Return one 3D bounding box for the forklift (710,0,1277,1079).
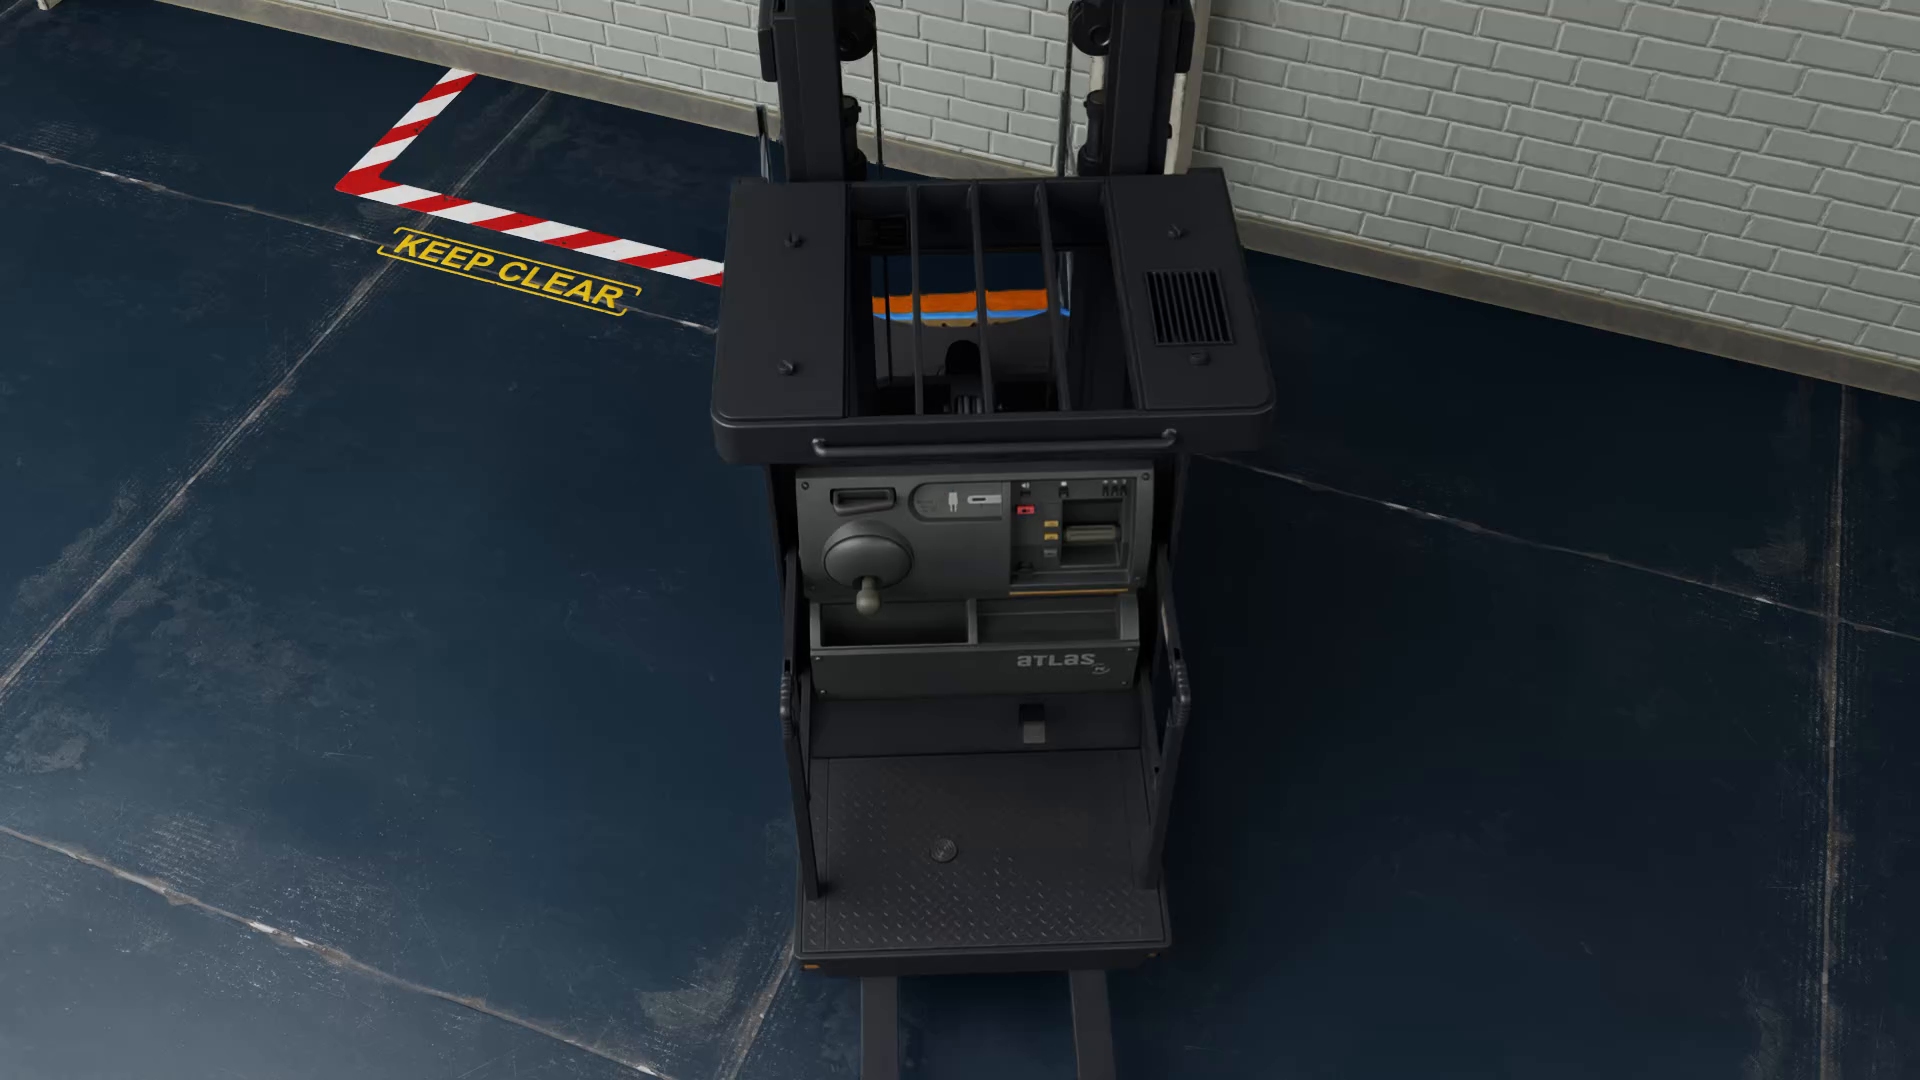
[{"bbox_3d":[0.052,0.095,4.228,1.130,2.935,3.031,-2,49,-1],"label":"forklift"}]

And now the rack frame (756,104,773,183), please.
[{"bbox_3d":[-0.643,-0.766,5.922,0.032,1.500,0.500,-3,49,-3],"label":"rack frame"}]

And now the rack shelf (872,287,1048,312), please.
[{"bbox_3d":[-0.136,-0.677,6.082,1.000,0.185,0.538,-3,49,-3],"label":"rack shelf"}]

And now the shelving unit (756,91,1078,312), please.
[{"bbox_3d":[-0.127,-0.796,5.947,1.083,1.500,0.587,-3,49,-3],"label":"shelving unit"}]

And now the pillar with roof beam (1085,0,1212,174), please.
[{"bbox_3d":[-0.732,-1.236,1.366,0.400,9.000,9.100,16,51,13],"label":"pillar with roof beam"}]

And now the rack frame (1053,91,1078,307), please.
[{"bbox_3d":[0.371,-0.824,5.972,0.032,1.500,0.500,-3,49,-3],"label":"rack frame"}]
